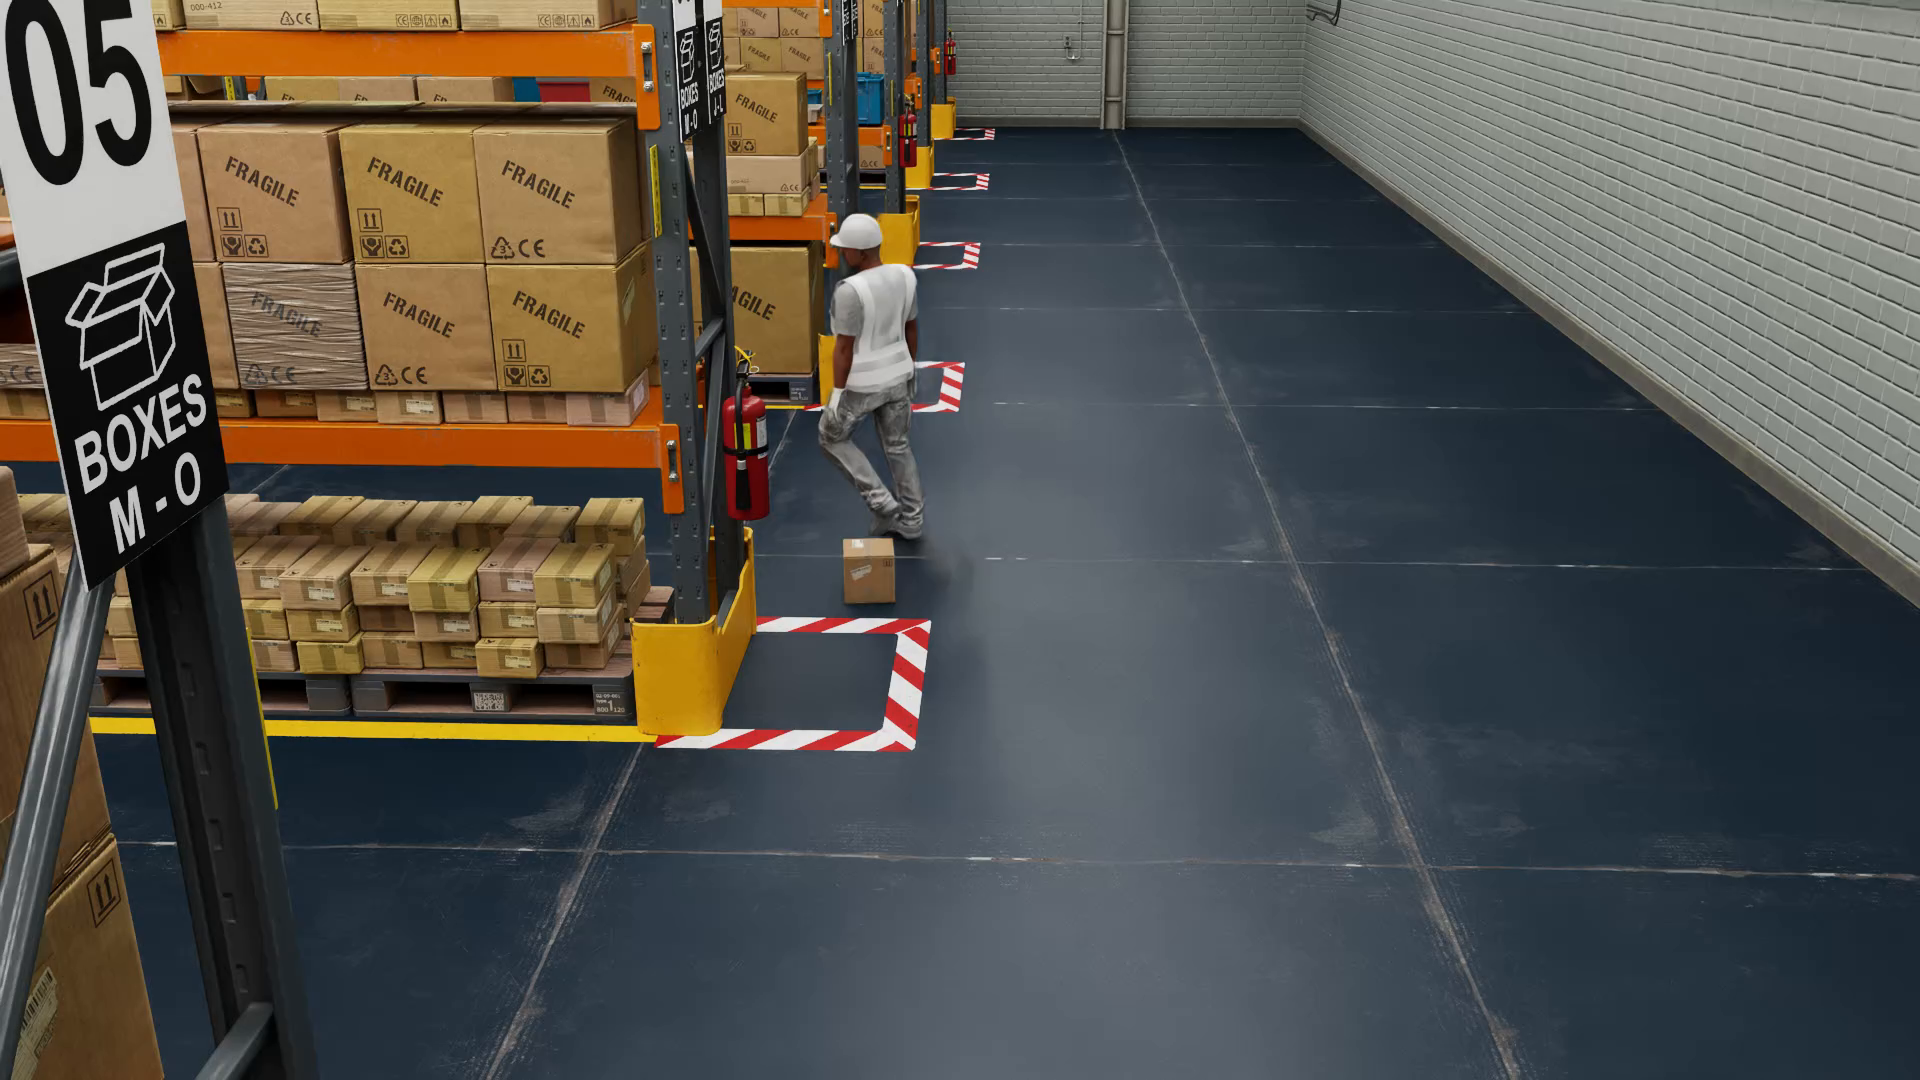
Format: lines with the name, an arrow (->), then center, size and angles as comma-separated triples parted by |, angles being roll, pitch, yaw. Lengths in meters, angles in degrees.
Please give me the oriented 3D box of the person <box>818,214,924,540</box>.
person -> -0.496, -0.839, 8.731 | 0.647, 1.768, 0.456 | -19, 28, -41
